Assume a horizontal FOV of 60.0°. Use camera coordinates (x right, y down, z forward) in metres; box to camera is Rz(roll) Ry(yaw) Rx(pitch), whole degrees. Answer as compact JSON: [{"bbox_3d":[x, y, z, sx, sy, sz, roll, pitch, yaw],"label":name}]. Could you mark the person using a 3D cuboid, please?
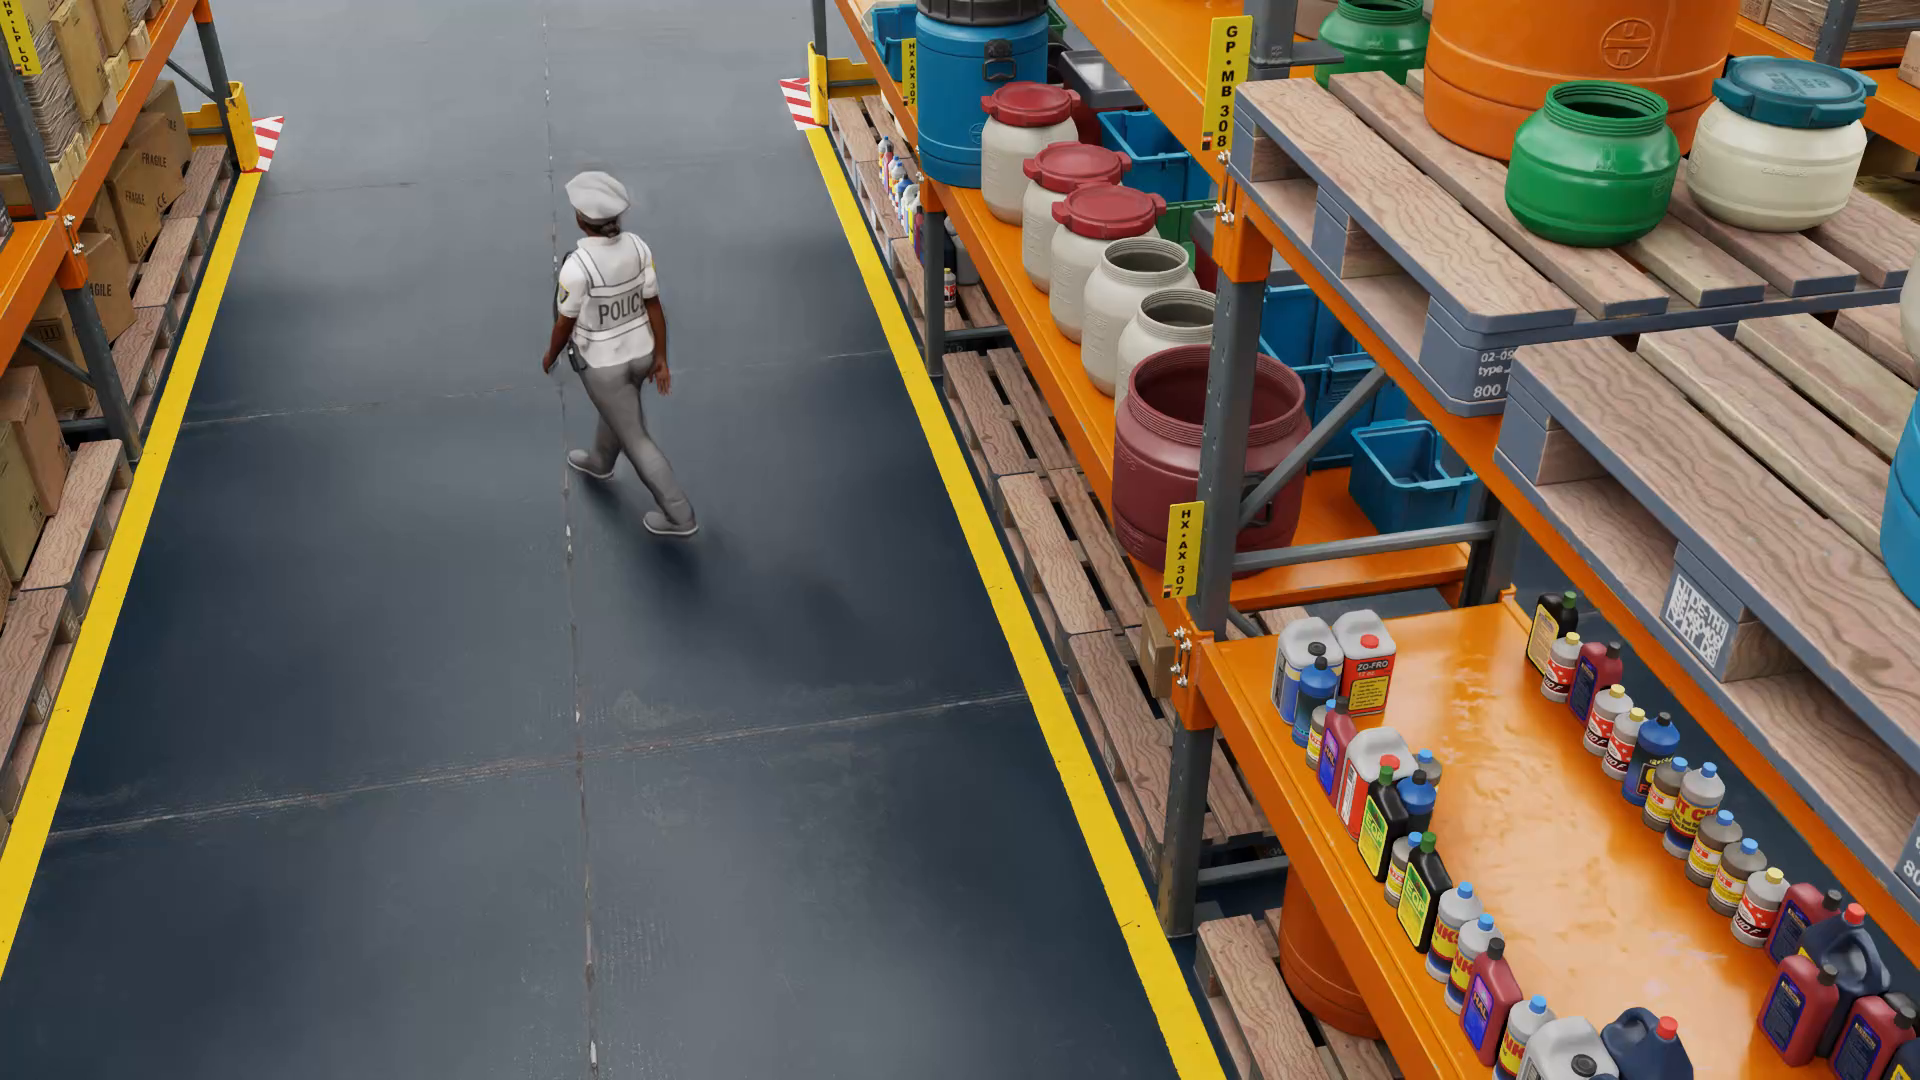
[{"bbox_3d":[-1.578,-0.843,7.318,0.980,1.634,0.442,23,41,30],"label":"person"}]
